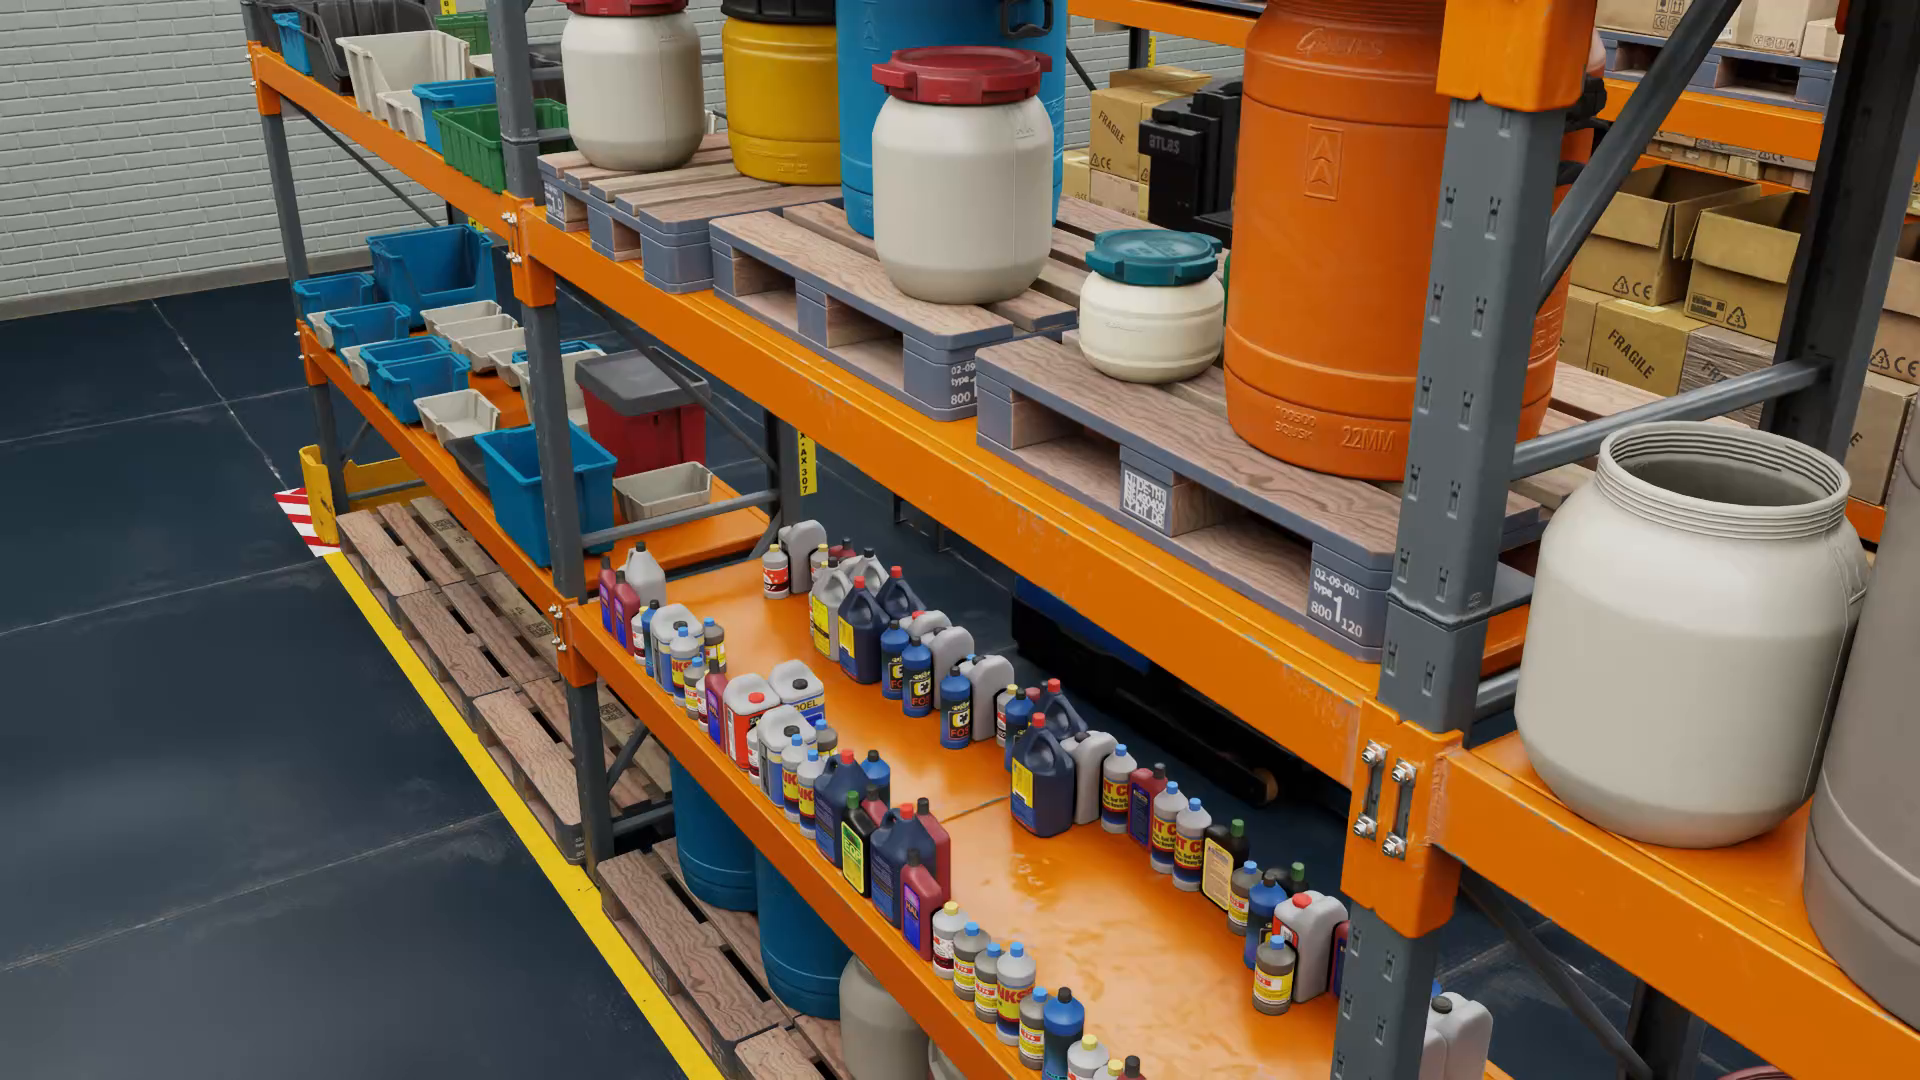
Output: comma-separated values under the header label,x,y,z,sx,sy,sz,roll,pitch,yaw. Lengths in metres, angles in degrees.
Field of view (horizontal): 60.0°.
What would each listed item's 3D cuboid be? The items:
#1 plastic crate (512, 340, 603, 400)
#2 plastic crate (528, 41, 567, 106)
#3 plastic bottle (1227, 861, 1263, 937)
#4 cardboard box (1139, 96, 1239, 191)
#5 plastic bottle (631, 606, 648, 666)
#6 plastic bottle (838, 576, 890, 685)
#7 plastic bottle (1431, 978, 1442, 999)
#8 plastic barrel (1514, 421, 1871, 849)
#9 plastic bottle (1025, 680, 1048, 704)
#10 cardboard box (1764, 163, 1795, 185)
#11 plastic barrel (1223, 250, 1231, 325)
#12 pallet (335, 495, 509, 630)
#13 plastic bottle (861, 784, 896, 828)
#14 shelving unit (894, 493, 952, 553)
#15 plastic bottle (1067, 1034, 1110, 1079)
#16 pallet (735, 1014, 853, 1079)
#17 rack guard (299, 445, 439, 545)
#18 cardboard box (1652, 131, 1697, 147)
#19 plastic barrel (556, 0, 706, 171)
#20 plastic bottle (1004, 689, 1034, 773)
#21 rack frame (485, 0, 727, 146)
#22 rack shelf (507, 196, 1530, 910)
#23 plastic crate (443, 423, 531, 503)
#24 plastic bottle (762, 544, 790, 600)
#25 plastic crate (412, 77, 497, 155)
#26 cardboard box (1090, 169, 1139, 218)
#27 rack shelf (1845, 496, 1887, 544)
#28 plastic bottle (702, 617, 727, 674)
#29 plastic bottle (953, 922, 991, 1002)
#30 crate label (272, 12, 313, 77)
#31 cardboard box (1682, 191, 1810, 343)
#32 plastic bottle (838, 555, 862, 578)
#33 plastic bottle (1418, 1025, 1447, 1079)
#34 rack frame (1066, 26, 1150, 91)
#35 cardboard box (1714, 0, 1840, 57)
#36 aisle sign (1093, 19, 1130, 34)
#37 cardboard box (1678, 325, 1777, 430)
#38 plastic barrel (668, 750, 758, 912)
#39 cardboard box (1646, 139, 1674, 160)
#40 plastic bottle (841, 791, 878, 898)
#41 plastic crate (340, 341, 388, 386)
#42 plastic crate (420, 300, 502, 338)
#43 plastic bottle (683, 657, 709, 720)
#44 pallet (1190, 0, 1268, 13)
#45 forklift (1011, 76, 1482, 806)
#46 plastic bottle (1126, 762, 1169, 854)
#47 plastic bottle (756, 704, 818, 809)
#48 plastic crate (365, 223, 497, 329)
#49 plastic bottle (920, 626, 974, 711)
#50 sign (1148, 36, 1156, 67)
label,x,y,z,sx,sy,sz,roll,pitch,yaw
plastic crate,-1.930,-0.785,8.025,0.416,0.233,0.300,-16,29,-30
plastic crate,-1.531,-1.883,6.865,0.497,0.269,0.590,-16,29,-30
plastic bottle,0.770,0.952,4.453,0.097,0.201,0.097,0,25,0
cardboard box,1.481,-2.471,10.420,0.500,0.500,0.500,-16,30,-31
plastic bottle,-1.088,0.327,5.775,0.097,0.201,0.097,0,25,0
plastic bottle,-0.326,0.297,5.665,0.144,0.351,0.185,-16,29,-30
plastic bottle,1.096,1.133,3.986,0.097,0.271,0.097,0,25,0
plastic barrel,1.014,0.129,2.319,0.421,0.512,0.421,0,25,0
plastic bottle,0.243,0.555,5.197,0.061,0.283,0.133,-16,29,-30
cardboard box,6.211,-2.754,12.363,0.380,0.149,0.250,-16,30,-30
plastic barrel,0.716,-0.556,3.590,0.294,0.245,0.294,0,25,0
pallet,-2.848,0.057,9.383,1.003,0.211,1.213,-16,29,-30
plastic bottle,-0.224,0.824,4.628,0.061,0.283,0.133,-16,29,-30
shelving unit,-0.090,-1.009,9.427,0.431,2.100,0.503,-16,29,-30
plastic bottle,0.296,1.235,3.853,0.097,0.201,0.097,0,25,0
pallet,-0.026,1.906,5.466,1.003,0.211,1.213,-16,29,-30
rack guard,-3.290,-0.384,9.977,1.175,0.500,0.348,-16,29,-30
cardboard box,5.679,-3.373,12.917,0.500,0.500,0.500,-15,29,-29
plastic barrel,-1.005,-1.439,5.119,0.433,0.535,0.433,0,25,0
plastic bottle,0.187,0.585,5.147,0.097,0.271,0.097,0,25,0
rack frame,-1.082,-2.791,5.120,1.000,3.000,0.127,-16,29,-30
rack shelf,0.010,-0.393,4.399,1.077,0.370,4.000,-16,29,-30
plastic crate,-1.918,-0.318,7.162,0.437,0.125,0.590,-16,29,-30
plastic bottle,-0.691,0.114,6.228,0.097,0.201,0.097,0,25,0
plastic crate,-1.847,-1.610,6.328,0.416,0.233,0.300,-16,29,-30
cardboard box,1.209,-2.310,10.957,0.500,0.250,0.500,-16,30,-30
rack shelf,4.159,-0.191,7.484,1.077,0.370,4.000,-16,29,-30
plastic bottle,-0.855,0.362,5.703,0.097,0.201,0.097,0,25,0
plastic bottle,0.031,1.061,4.222,0.097,0.201,0.097,0,25,0
crate label,-3.033,-2.392,7.964,0.408,0.251,0.502,-16,29,-30
cardboard box,3.788,-1.256,7.605,0.797,0.503,0.637,-15,29,-29
plastic bottle,-0.397,0.175,6.011,0.152,0.276,0.135,-16,29,-30
plastic bottle,1.008,1.215,3.809,0.152,0.276,0.135,-16,29,-30
rack frame,0.884,-2.663,11.876,1.000,3.000,0.127,-16,29,-30
cardboard box,3.591,-2.325,7.259,0.500,0.311,0.500,-17,30,-31
aisle sign,1.096,-3.934,11.524,0.394,0.787,0.004,-16,29,-30
cardboard box,3.657,-0.696,7.593,0.500,0.500,0.500,-16,30,-31
plastic barrel,-0.800,0.880,6.338,0.600,0.901,0.708,-16,29,-30
cardboard box,5.657,-3.123,13.146,0.380,0.149,0.250,-16,30,-30
plastic bottle,-0.275,0.838,4.598,0.061,0.283,0.133,-16,29,-30
plastic crate,-2.931,-0.875,8.327,0.250,0.136,0.298,-16,29,-30
plastic crate,-2.669,-1.167,8.946,0.396,0.136,0.243,-16,29,-30
plastic bottle,-0.856,0.480,5.452,0.097,0.201,0.097,0,25,0
pallet,1.968,-3.279,9.773,1.003,0.211,1.213,-16,29,-30
forklift,1.545,-0.399,7.162,1.130,2.935,3.031,-18,30,-33
plastic bottle,0.543,0.752,4.780,0.061,0.283,0.133,-16,29,-30
plastic bottle,-0.517,0.647,5.011,0.152,0.276,0.135,-16,29,-30
plastic crate,-2.927,-1.475,9.250,0.616,0.435,0.499,-16,29,-30
plastic bottle,-0.048,0.403,5.527,0.152,0.276,0.135,-16,29,-30
sign,1.346,-3.415,11.836,0.100,0.325,0.005,-16,29,-30
